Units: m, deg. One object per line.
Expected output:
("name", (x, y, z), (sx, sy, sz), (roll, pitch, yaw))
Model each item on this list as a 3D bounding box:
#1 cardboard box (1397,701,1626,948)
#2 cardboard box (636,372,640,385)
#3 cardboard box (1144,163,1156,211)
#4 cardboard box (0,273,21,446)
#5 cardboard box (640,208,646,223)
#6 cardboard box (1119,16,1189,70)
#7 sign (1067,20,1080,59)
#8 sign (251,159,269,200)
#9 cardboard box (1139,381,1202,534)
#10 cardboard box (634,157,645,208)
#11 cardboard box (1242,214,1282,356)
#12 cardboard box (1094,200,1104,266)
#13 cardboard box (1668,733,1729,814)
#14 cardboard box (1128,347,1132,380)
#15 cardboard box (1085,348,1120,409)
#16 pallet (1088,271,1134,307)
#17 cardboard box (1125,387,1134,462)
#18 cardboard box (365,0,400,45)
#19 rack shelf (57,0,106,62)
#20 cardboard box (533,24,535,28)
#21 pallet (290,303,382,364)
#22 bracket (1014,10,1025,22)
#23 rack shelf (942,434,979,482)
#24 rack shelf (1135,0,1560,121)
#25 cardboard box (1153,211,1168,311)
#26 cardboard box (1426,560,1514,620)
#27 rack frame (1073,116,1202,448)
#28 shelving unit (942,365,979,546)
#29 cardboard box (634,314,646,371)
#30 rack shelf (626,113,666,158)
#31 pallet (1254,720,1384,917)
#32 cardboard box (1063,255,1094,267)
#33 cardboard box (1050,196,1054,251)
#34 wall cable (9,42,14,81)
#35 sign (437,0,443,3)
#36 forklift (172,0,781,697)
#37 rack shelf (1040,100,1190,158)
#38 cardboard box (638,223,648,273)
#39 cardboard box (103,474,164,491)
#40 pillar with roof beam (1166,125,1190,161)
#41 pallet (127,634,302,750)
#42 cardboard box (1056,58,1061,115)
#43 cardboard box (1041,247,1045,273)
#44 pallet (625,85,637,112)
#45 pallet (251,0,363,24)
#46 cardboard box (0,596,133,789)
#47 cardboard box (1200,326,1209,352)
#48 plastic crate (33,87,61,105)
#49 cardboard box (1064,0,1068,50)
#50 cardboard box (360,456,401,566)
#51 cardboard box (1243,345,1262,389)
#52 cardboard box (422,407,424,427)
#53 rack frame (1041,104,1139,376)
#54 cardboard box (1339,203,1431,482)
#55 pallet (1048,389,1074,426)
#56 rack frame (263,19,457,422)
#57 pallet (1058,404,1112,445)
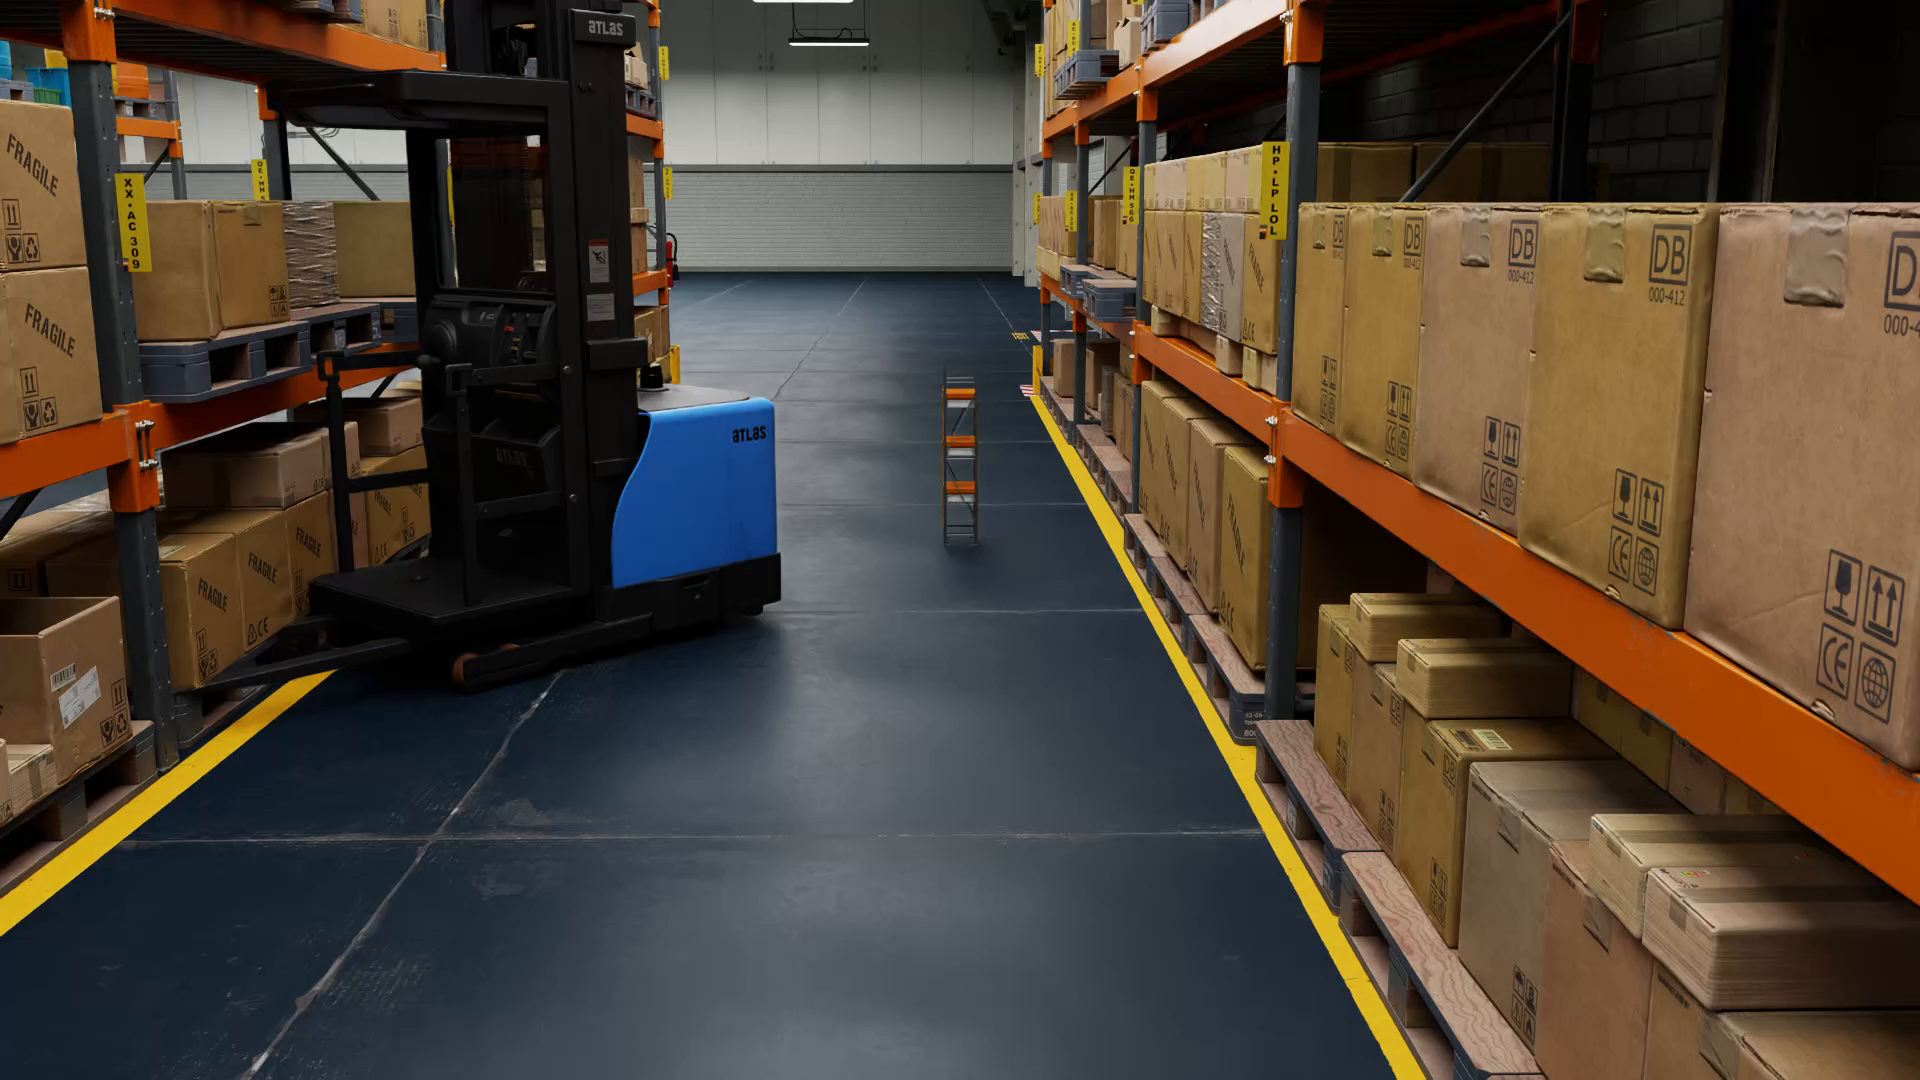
("cardboard box", (1.544, 0.706, 4.263), (0.700, 0.500, 0.500), (0, 11, 0))
("cardboard box", (-3.219, -1.383, 15.193), (0.500, 0.250, 0.500), (0, 11, -1))
("cardboard box", (1.285, -1.934, 9.112), (0.500, 0.250, 0.500), (0, 11, 0))
("cardboard box", (-3.058, -0.491, 4.683), (0.500, 0.500, 0.500), (0, 11, 0))
("cardboard box", (-3.380, -3.268, 16.739), (0.380, 0.149, 0.250), (0, 11, 0))
("cardboard box", (1.248, -3.037, 10.115), (0.500, 0.311, 0.500), (0, 11, -1))
("sign", (0.908, -3.974, 13.257), (0.100, 0.325, 0.005), (0, 11, -1))
("sign", (-3.975, -2.002, 9.472), (0.100, 0.325, 0.005), (0, 11, -1))
("cardboard box", (1.417, -0.464, 9.155), (0.750, 0.750, 0.750), (0, 11, -2))
("cardboard box", (-3.587, -3.609, 16.792), (0.700, 0.500, 0.500), (0, 11, -1))
("cardboard box", (1.354, -0.959, 6.192), (0.500, 0.500, 0.500), (0, 11, -2))
("cardboard box", (1.427, -2.417, 13.072), (0.700, 0.500, 0.500), (0, 11, -1))
("cardboard box", (1.764, 0.517, 3.566), (0.380, 0.149, 0.250), (0, 11, 0))
("cardboard box", (1.509, -1.275, 12.093), (0.500, 0.250, 0.500), (-1, 11, -3))
("cardboard box", (1.389, -1.451, 14.846), (0.500, 0.500, 0.500), (-1, 12, -5))
("pallet", (1.451, -1.758, 11.664), (1.003, 0.211, 1.213), (0, 11, -1))
("cardboard box", (1.533, -0.794, 11.608), (0.700, 0.500, 0.500), (0, 11, -1))
("cardboard box", (-3.366, -2.769, 8.367), (0.910, 0.500, 0.500), (0, 11, -1))
("rack shelf", (-3.296, -1.363, 3.496), (1.077, 0.370, 4.000), (0, 11, -1))
("cardboard box", (-3.249, -4.128, 13.656), (0.500, 0.500, 0.500), (1, 11, 4))
("pallet", (-3.375, -0.957, 7.716), (1.003, 0.211, 1.213), (0, 11, -1))
("bracket", (1.405, -12.305, 39.024), (0.235, 0.232, 0.430), (0, 11, -1))
("rack shelf", (0.001, -0.494, 9.904), (0.215, 0.259, 0.240), (0, 11, -1))
("rack shelf", (1.574, -2.179, 7.520), (1.077, 0.370, 4.000), (0, 11, -1))
("cardboard box", (1.289, -1.462, 8.670), (0.500, 0.500, 0.500), (0, 11, 1))
("cardboard box", (1.724, 0.157, 5.340), (0.380, 0.149, 0.250), (0, 11, -1))
("rack frame", (1.450, -2.254, 13.625), (1.000, 3.000, 0.127), (0, 11, -1))
("shelving unit", (0.001, -0.504, 9.902), (0.215, 1.050, 0.252), (0, 11, -1))
("cardboard box", (-3.232, -1.850, 15.609), (0.500, 0.500, 0.500), (0, 11, -1))
("rack shelf", (-3.544, -3.748, 15.254), (1.077, 0.370, 4.000), (0, 11, -1))
("pallet", (1.553, 0.854, 5.317), (1.003, 0.211, 1.213), (0, 11, -1))
("cardboard box", (1.137, -2.283, 14.096), (0.500, 0.250, 0.500), (0, 11, -1))
("cardboard box", (1.104, -2.953, 15.513), (0.500, 0.500, 0.500), (0, 11, 1))
("wall cable", (-25.900, -13.243, 47.811), (3.097, 2.526, 0.112), (0, 11, -1))
("sign", (-2.877, -3.163, 9.261), (0.100, 0.325, 0.005), (0, 11, -1))
("forklift", (-2.227, -0.913, 7.189), (1.130, 2.935, 3.031), (10, 15, 40))
("rack shelf", (1.409, -3.769, 15.358), (1.077, 0.370, 4.000), (0, 11, -1))
("cardboard box", (-3.588, -2.984, 16.973), (0.700, 0.500, 0.500), (0, 11, -1))
("cardboard box", (-3.658, -0.029, 7.839), (0.500, 0.500, 0.500), (-1, 11, -3))
("pillar with roof beam", (-2.057, -5.836, 16.192), (9.100, 9.000, 0.400), (0, 11, -1))
("pallet", (-3.392, 0.562, 6.756), (1.003, 0.211, 1.213), (0, 11, -1))
("cardboard box", (1.147, -4.194, 15.341), (0.500, 0.500, 0.500), (0, 11, 2))
("cardboard box", (1.085, -2.784, 16.564), (0.500, 0.250, 0.500), (-1, 11, -3))
("pallet", (-3.568, -4.071, 15.259), (1.003, 0.211, 1.213), (0, 11, -1))
("pallet", (-3.305, -2.357, 7.060), (1.213, 0.211, 1.003), (0, 11, -1))
("cardboard box", (-3.042, 0.479, 5.335), (0.500, 0.500, 0.500), (0, 11, -1))
("cardboard box", (1.351, -0.974, 7.899), (0.380, 0.149, 0.250), (0, 11, -1))
("plastic crate", (-8.215, -3.894, 14.699), (0.336, 0.188, 0.450), (0, 11, -1))
("cardboard box", (1.147, -4.481, 14.241), (0.500, 0.500, 0.500), (0, 11, 2))
("cardboard box", (-3.155, -0.141, 8.388), (0.500, 0.500, 0.500), (-1, 11, -3))
("cardboard box", (1.297, -0.667, 6.382), (0.380, 0.149, 0.250), (0, 11, 0))
("cardboard box", (-3.137, -0.676, 10.297), (0.500, 0.311, 0.500), (0, 11, 1))
("rack frame", (1.368, -3.049, 17.544), (1.000, 3.000, 0.127), (0, 11, -1))
("cardboard box", (1.620, -0.558, 4.510), (0.980, 0.700, 0.700), (-1, 11, -3))
("pallet", (1.373, -1.264, 15.758), (1.003, 0.211, 1.213), (0, 11, -1))
("rack frame", (-3.420, -1.438, 9.602), (1.000, 3.000, 0.127), (0, 11, -1))
("pallet", (1.401, -1.021, 14.560), (1.003, 0.211, 1.213), (0, 11, -1))
